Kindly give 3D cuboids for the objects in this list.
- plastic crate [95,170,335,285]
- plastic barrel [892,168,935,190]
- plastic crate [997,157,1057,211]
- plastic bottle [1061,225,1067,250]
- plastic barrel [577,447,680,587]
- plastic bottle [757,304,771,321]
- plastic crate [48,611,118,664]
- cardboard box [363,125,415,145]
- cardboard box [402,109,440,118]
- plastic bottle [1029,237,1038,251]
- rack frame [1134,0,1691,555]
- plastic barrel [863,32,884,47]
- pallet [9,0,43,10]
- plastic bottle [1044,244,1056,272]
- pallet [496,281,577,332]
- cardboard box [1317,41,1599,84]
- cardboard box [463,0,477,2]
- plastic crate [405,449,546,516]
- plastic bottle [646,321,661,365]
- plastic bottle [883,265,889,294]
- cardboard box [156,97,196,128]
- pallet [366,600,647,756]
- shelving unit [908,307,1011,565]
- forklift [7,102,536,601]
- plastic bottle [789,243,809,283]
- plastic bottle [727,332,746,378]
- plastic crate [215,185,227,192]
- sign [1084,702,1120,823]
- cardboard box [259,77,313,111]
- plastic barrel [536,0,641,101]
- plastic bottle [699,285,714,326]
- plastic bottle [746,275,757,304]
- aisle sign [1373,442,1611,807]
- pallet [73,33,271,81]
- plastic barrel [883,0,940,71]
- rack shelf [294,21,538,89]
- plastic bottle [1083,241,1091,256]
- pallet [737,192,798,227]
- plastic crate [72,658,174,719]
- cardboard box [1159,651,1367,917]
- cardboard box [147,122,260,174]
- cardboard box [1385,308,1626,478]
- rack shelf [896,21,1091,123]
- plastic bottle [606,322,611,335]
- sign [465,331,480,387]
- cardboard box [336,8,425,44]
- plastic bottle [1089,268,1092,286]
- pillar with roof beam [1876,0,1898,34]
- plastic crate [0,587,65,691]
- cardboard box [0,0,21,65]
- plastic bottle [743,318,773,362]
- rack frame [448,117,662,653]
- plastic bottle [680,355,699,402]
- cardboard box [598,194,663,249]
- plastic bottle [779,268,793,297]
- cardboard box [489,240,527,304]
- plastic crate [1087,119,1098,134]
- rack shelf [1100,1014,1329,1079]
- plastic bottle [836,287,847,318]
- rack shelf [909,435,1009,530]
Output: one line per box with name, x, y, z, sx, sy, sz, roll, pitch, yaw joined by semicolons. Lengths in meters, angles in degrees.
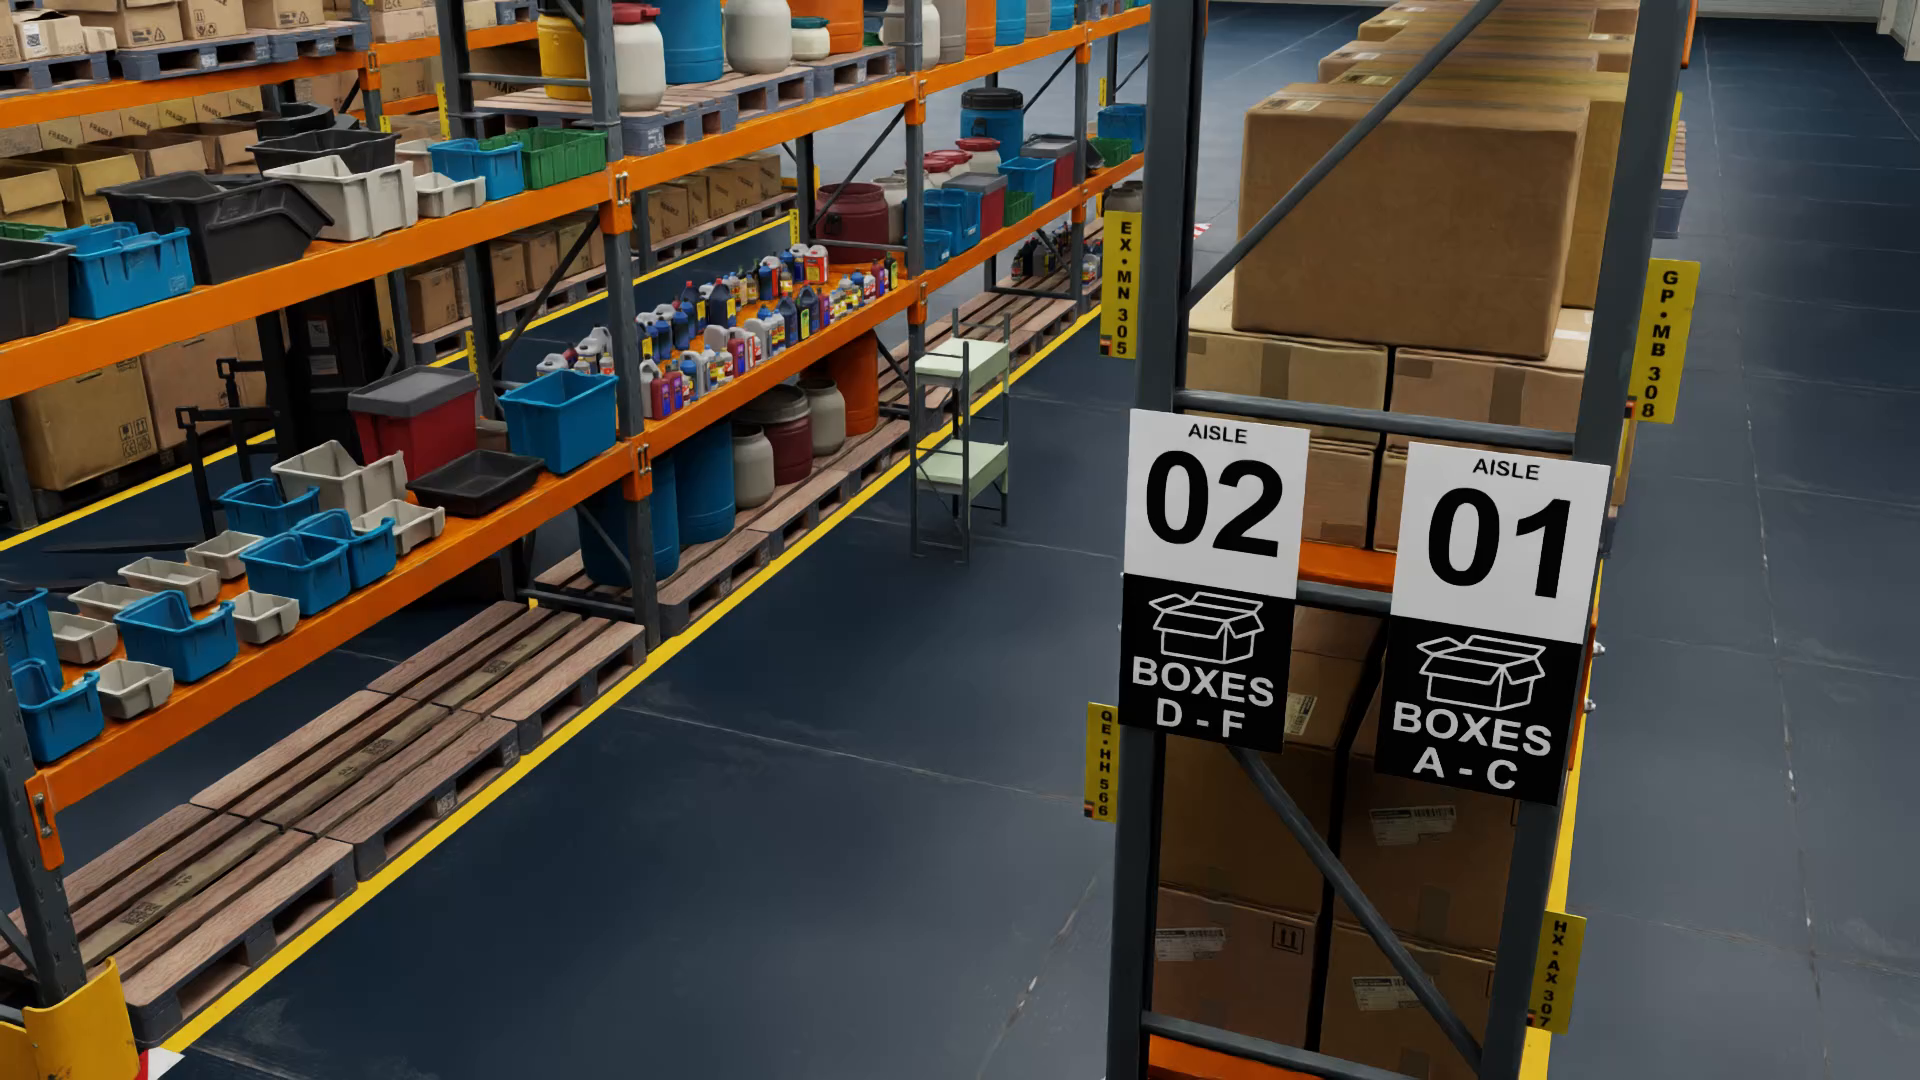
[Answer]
plastic crate;-2.907;-1.252;6.545;0.504;0.338;0.767;9;24;20
plastic barrel;-0.418;-2.853;14.044;0.421;0.512;0.421;0;23;0
plastic crate;0.607;-3.237;15.128;0.392;0.384;0.575;9;24;20
plastic bottle;1.124;-3.332;18.305;0.097;0.271;0.097;0;23;0
plastic barrel;-2.026;-0.238;10.107;0.600;0.901;0.708;9;24;20
plastic bottle;-1.281;-1.415;10.912;0.097;0.271;0.097;0;23;0
plastic crate;-3.595;0.387;6.696;0.396;0.136;0.243;9;24;20
cardboard box;-5.193;-3.400;14.824;0.500;0.500;0.500;6;23;14
cardboard box;-7.468;-5.216;22.058;0.875;0.875;0.875;8;24;19
plastic bottle;0.771;-3.005;17.417;0.144;0.351;0.185;8;24;17
rack frame;0.868;-1.447;3.039;1.000;3.000;0.127;9;24;20
plastic barrel;-0.714;-3.660;12.431;0.294;0.245;0.294;0;23;0
pallet;-9.734;-5.242;16.262;1.213;0.211;1.003;10;25;22
plastic bottle;0.918;-2.958;17.403;0.152;0.276;0.135;9;24;20
pallet;-4.610;-2.389;16.695;1.003;0.211;1.213;9;24;20
cardboard box;1.394;-1.118;4.715;0.700;0.500;0.500;9;24;20
cardboard box;-4.571;-5.115;14.935;0.500;0.500;0.500;8;24;19
plastic crate;-2.410;-0.282;8.313;0.437;0.125;0.590;9;24;20
plastic bottle;-1.952;-1.249;10.514;0.097;0.271;0.097;0;23;0
plastic bottle;-0.572;-1.916;12.203;0.097;0.201;0.097;0;23;0
cardboard box;-8.759;-4.598;18.237;0.500;0.500;0.500;9;24;21
pallet;-2.481;0.735;9.217;1.003;0.211;1.213;9;24;20
shelving unit;0.002;-0.694;10.967;0.431;1.500;0.755;9;24;20
forklift;-4.269;-1.070;10.009;3.031;2.935;1.130;-4;23;-9
plastic bottle;-1.219;-2.086;12.514;0.152;0.276;0.135;9;24;20
plastic bottle;-1.382;-1.155;10.274;0.061;0.283;0.133;9;24;20
plastic crate;-3.192;-1.427;7.224;0.437;0.136;0.530;9;24;20
sign;0.360;0.555;4.118;0.100;0.325;0.005;9;24;20
cardboard box;-8.312;-5.342;19.952;0.875;0.550;0.550;9;24;20
plastic barrel;-2.093;-2.841;9.479;0.600;0.588;0.600;0;23;0
plastic bottle;-1.734;-1.590;11.326;0.152;0.276;0.135;9;24;20
plastic bottle;-1.509;-1.801;11.928;0.097;0.201;0.097;0;23;0
aisle sign;1.115;0.188;3.535;0.394;0.787;0.004;9;24;20
pallet;-5.959;-3.620;12.377;1.003;0.211;1.213;10;25;22
plastic barrel;-0.358;-3.755;12.311;0.421;0.512;0.421;0;23;0
rack shelf;-4.614;-4.729;15.721;1.077;0.370;4.000;9;24;20
plastic bottle;1.279;-2.914;17.201;0.144;0.351;0.185;9;24;20
pallet;-2.748;-4.224;21.090;1.003;0.211;1.213;9;24;20
plastic crate;-3.136;0.561;6.280;0.250;0.136;0.298;9;24;20
cardboard box;0.778;0.615;4.459;0.500;0.500;0.500;9;24;20
cardboard box;-5.888;-2.978;13.057;0.797;0.503;0.637;9;24;21
cardboard box;1.301;-0.371;3.900;0.500;0.250;0.500;9;24;20
rack shelf;-0.015;-4.020;14.024;1.077;0.370;4.000;9;24;20
plastic bottle;-2.137;-1.240;10.390;0.144;0.351;0.185;9;24;20
sign;-2.754;-1.028;9.460;0.100;0.325;0.005;9;24;20
cardboard box;-4.946;-4.408;14.214;0.500;0.250;0.500;9;24;21
plastic bottle;1.291;-2.683;16.841;0.097;0.201;0.097;0;23;0
pillar with roof beam;19.101;-17.442;41.333;9.100;9.000;0.400;9;24;20
plastic crate;-3.779;0.420;6.229;0.616;0.435;0.499;9;24;20
cardboard box;-6.636;-3.363;10.843;0.700;0.500;0.500;9;24;21
plastic bottle;-1.288;-1.289;10.605;0.152;0.276;0.135;9;24;20
rack frame;-2.244;-0.821;9.323;1.000;3.000;0.127;9;24;20
plastic bottle;-1.600;-0.958;9.818;0.097;0.271;0.097;0;23;0
cardboard box;-3.685;-3.570;18.604;0.500;0.500;0.500;8;24;18
plastic bottle;-1.268;-1.875;12.105;0.097;0.201;0.097;0;23;0
cardboard box;-4.728;-2.658;16.393;0.700;0.500;0.500;11;25;24
plastic crate;1.582;-4.719;18.998;0.298;0.136;0.250;9;24;20
rack shelf;1.611;0.937;6.047;1.077;0.370;4.000;9;24;20
plastic bottle;-0.838;-1.659;11.588;0.097;0.201;0.097;0;23;0
rack shelf;0.002;-0.394;11.092;0.431;0.370;0.720;9;24;20
